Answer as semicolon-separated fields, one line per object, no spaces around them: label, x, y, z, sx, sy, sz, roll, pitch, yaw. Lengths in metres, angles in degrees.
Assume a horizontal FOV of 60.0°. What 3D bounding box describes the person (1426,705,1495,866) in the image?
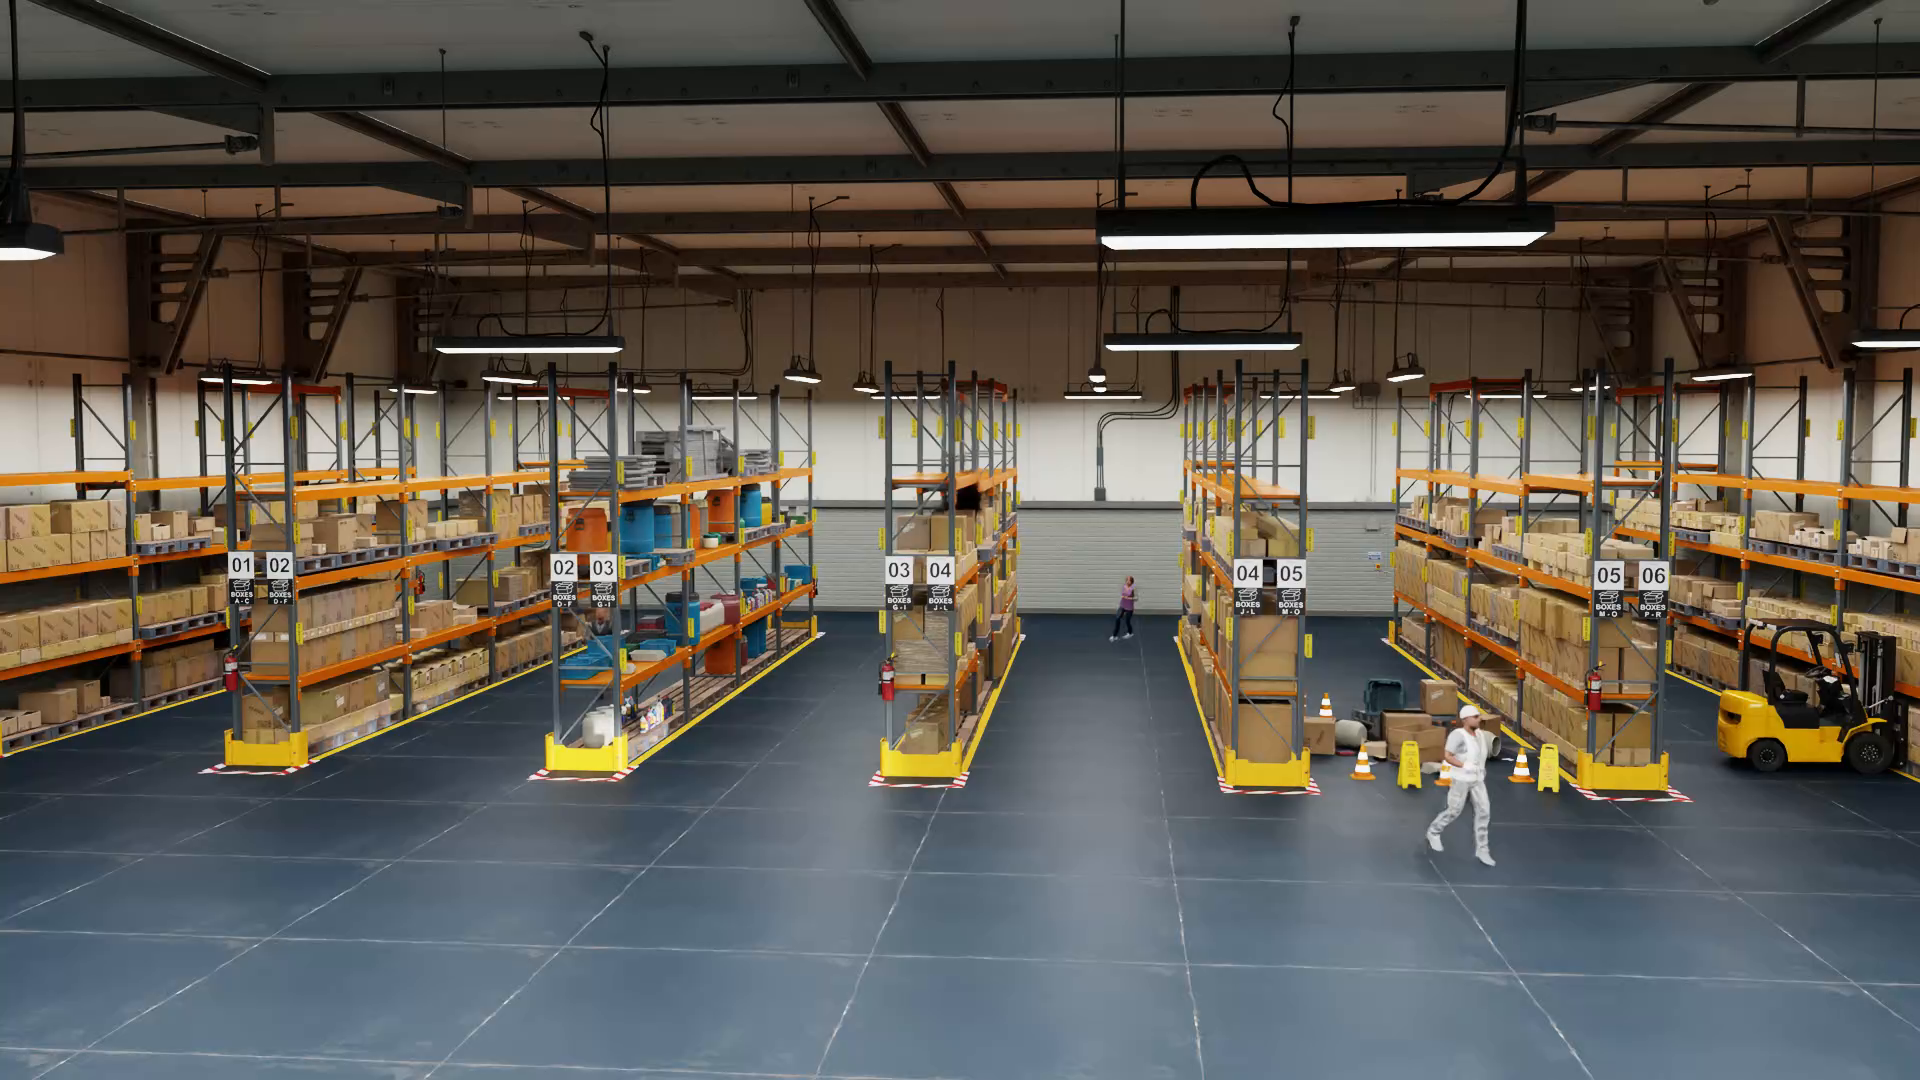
person;5.932;2.825;19.438;0.721;1.795;0.946;-2;4;-31

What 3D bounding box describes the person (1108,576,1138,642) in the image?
person;3.966;1.617;39.334;0.610;1.564;0.828;3;5;35

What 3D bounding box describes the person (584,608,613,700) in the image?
person;-6.742;2.117;31.320;0.671;1.721;0.798;0;4;-3
